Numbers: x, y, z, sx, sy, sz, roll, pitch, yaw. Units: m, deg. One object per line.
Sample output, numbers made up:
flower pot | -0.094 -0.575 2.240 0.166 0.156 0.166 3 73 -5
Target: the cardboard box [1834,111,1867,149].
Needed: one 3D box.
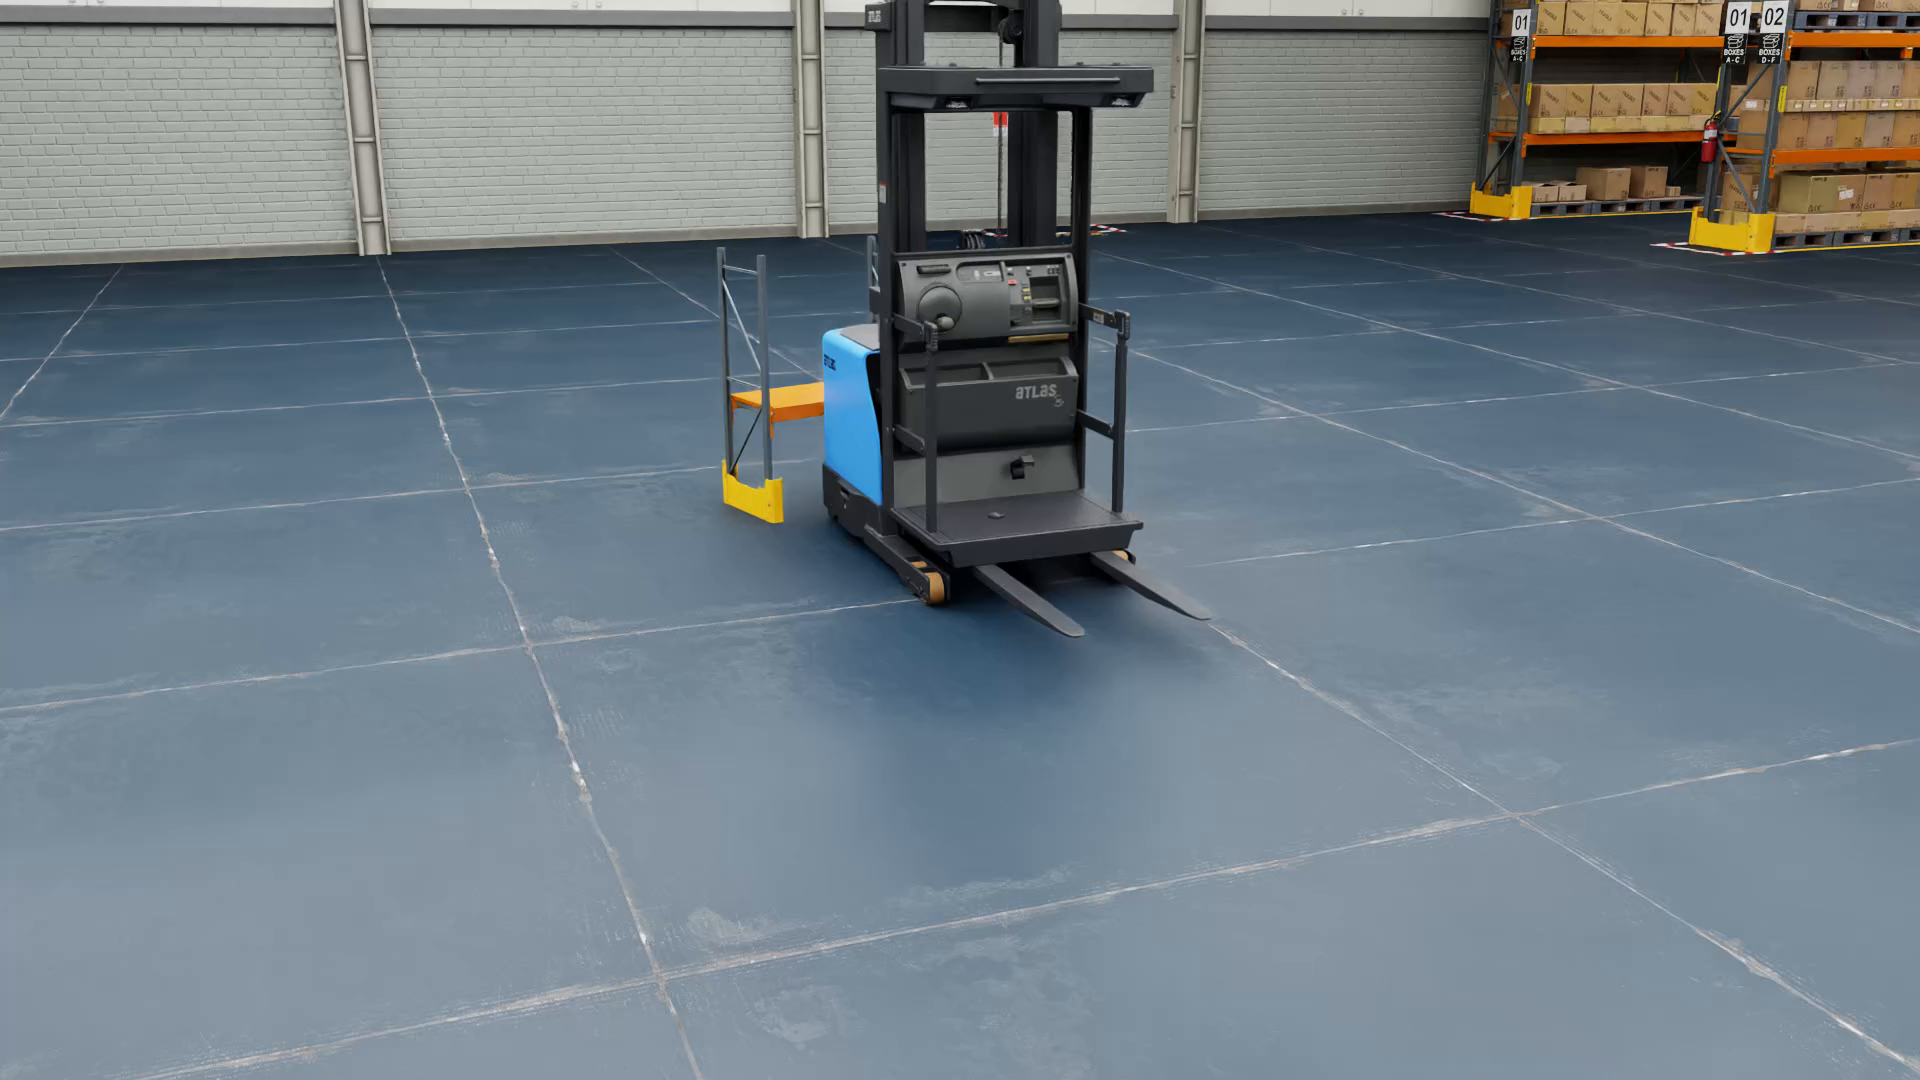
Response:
cardboard box | 11.906 -5.629 22.766 0.500 0.500 0.700 -6 17 -20

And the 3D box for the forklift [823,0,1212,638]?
forklift | 0.226 -1.221 8.053 1.130 2.935 3.031 -6 18 -21

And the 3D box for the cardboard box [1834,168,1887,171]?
cardboard box | 12.767 -5.015 23.655 0.500 0.500 0.500 -6 17 -20

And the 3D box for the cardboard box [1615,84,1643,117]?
cardboard box | 10.716 -7.157 27.046 0.500 0.500 0.500 -6 17 -18

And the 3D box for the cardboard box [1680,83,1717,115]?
cardboard box | 12.139 -7.309 27.565 0.500 0.500 0.500 -6 17 -20

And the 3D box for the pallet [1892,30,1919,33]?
pallet | 16.787 -8.972 29.338 1.003 0.211 1.213 -5 17 -18

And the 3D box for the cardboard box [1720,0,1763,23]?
cardboard box | 13.009 -8.864 27.712 0.500 0.500 0.500 -4 17 -12

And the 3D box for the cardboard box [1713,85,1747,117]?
cardboard box | 12.957 -7.442 28.160 0.500 0.500 0.700 -6 17 -20

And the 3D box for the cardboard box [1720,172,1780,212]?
cardboard box | 10.905 -4.809 22.955 0.500 0.500 0.500 -6 17 -20

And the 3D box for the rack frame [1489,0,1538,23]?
rack frame | 8.735 -9.616 25.873 0.127 3.000 1.000 -6 17 -20

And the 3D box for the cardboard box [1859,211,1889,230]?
cardboard box | 12.493 -4.463 23.108 0.500 0.250 0.500 -6 17 -20

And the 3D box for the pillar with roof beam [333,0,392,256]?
pillar with roof beam | -6.189 -6.967 16.852 0.400 9.000 9.100 -6 17 -20

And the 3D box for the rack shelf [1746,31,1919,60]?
rack shelf | 12.378 -6.730 22.647 4.000 0.370 1.077 -6 17 -20

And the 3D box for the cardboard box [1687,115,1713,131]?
cardboard box | 12.136 -6.951 27.676 0.500 0.250 0.500 -6 17 -20

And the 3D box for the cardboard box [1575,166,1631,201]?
cardboard box | 10.648 -5.914 27.569 0.500 0.500 0.700 -7 18 -24

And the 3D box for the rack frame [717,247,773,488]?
rack frame | -1.218 -0.883 9.443 0.032 1.500 0.500 -12 20 -34

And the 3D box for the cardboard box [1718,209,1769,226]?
cardboard box | 10.906 -4.449 23.059 0.500 0.250 0.500 -6 17 -20

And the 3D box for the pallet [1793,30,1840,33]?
pallet | 14.052 -8.630 28.171 1.003 0.211 1.213 -6 17 -20

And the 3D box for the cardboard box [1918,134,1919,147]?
cardboard box | 13.344 -5.785 23.296 0.500 0.500 0.700 -6 18 -21

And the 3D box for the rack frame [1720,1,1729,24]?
rack frame | 12.470 -10.019 27.247 0.127 3.000 1.000 -6 17 -20

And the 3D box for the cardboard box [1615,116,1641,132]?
cardboard box | 10.735 -6.797 27.152 0.500 0.250 0.500 -6 17 -20

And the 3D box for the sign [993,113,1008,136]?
sign | 0.602 -6.180 24.757 0.234 0.329 0.001 -6 17 -20

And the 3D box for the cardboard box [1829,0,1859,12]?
cardboard box | 11.673 -7.094 22.062 0.250 0.149 0.380 -6 17 -20

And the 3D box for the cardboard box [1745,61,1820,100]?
cardboard box | 11.001 -6.154 22.252 0.500 0.500 0.700 -6 17 -20

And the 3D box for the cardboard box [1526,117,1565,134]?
cardboard box | 9.304 -6.641 26.620 0.500 0.250 0.500 -7 18 -22

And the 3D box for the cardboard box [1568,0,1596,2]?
cardboard box | 9.668 -8.727 26.180 0.500 0.500 0.500 -6 18 -21

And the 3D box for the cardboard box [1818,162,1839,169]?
cardboard box | 15.029 -6.448 29.389 0.500 0.500 0.700 -6 17 -20

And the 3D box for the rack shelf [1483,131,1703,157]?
rack shelf | 10.602 -6.594 27.507 4.000 0.370 1.077 -6 17 -20

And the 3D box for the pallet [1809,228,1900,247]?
pallet | 12.347 -4.307 23.390 1.213 0.211 1.003 -6 17 -20

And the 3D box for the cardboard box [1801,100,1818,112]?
cardboard box | 11.200 -5.804 22.211 0.250 0.149 0.380 -7 18 -22

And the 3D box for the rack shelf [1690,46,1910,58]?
rack shelf | 14.338 -8.437 28.457 4.000 0.370 1.077 -6 17 -20

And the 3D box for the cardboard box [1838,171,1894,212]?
cardboard box | 12.493 -4.823 23.002 0.500 0.500 0.500 -6 17 -20

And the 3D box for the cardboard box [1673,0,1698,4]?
cardboard box | 11.588 -8.937 26.898 0.500 0.500 0.500 -5 17 -17

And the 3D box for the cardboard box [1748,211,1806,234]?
cardboard box | 11.091 -4.313 22.595 0.500 0.250 0.500 -6 17 -20

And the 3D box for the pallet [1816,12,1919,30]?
pallet | 12.321 -7.020 22.514 1.213 0.211 1.003 -6 17 -20

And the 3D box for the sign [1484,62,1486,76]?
sign | 8.555 -7.593 27.015 0.005 0.325 0.100 -6 17 -20

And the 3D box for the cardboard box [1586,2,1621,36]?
cardboard box | 10.134 -8.301 26.504 0.500 0.500 0.500 -5 17 -18

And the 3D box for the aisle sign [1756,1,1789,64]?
aisle sign | 10.559 -6.595 21.618 0.004 0.787 0.394 -6 17 -20

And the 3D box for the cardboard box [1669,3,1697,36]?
cardboard box | 11.610 -8.474 27.095 0.500 0.500 0.500 -8 18 -25

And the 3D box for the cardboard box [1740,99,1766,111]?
cardboard box | 10.800 -5.883 22.478 0.250 0.149 0.380 -6 18 -21

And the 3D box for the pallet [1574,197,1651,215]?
pallet | 10.714 -5.602 27.800 1.213 0.211 1.003 -6 17 -20

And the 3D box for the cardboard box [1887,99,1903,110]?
cardboard box | 12.636 -5.958 22.736 0.250 0.149 0.380 -6 17 -18

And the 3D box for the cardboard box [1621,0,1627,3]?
cardboard box | 10.490 -8.977 27.033 0.500 0.500 0.500 -6 17 -20

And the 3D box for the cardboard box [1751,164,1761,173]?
cardboard box | 13.616 -6.297 28.872 0.500 0.500 0.700 -7 18 -21

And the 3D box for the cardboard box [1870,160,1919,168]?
cardboard box | 16.939 -6.754 29.844 0.750 0.750 0.750 -6 18 -21

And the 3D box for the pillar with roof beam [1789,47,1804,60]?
pillar with roof beam | 16.222 -9.387 25.092 0.400 9.000 9.100 -6 17 -20

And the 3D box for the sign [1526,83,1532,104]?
sign | 8.929 -7.010 26.111 0.005 0.325 0.100 -6 17 -20

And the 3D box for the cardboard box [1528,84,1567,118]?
cardboard box | 9.288 -7.004 26.526 0.500 0.500 0.500 -6 17 -20

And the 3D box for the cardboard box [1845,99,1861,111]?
cardboard box | 11.918 -5.881 22.474 0.250 0.149 0.380 -7 18 -22

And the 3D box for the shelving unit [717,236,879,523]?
shelving unit | -0.801 -0.969 9.736 1.083 1.500 0.587 -12 20 -34

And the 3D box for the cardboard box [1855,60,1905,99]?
cardboard box | 12.428 -6.310 22.783 0.500 0.500 0.700 -6 17 -20
